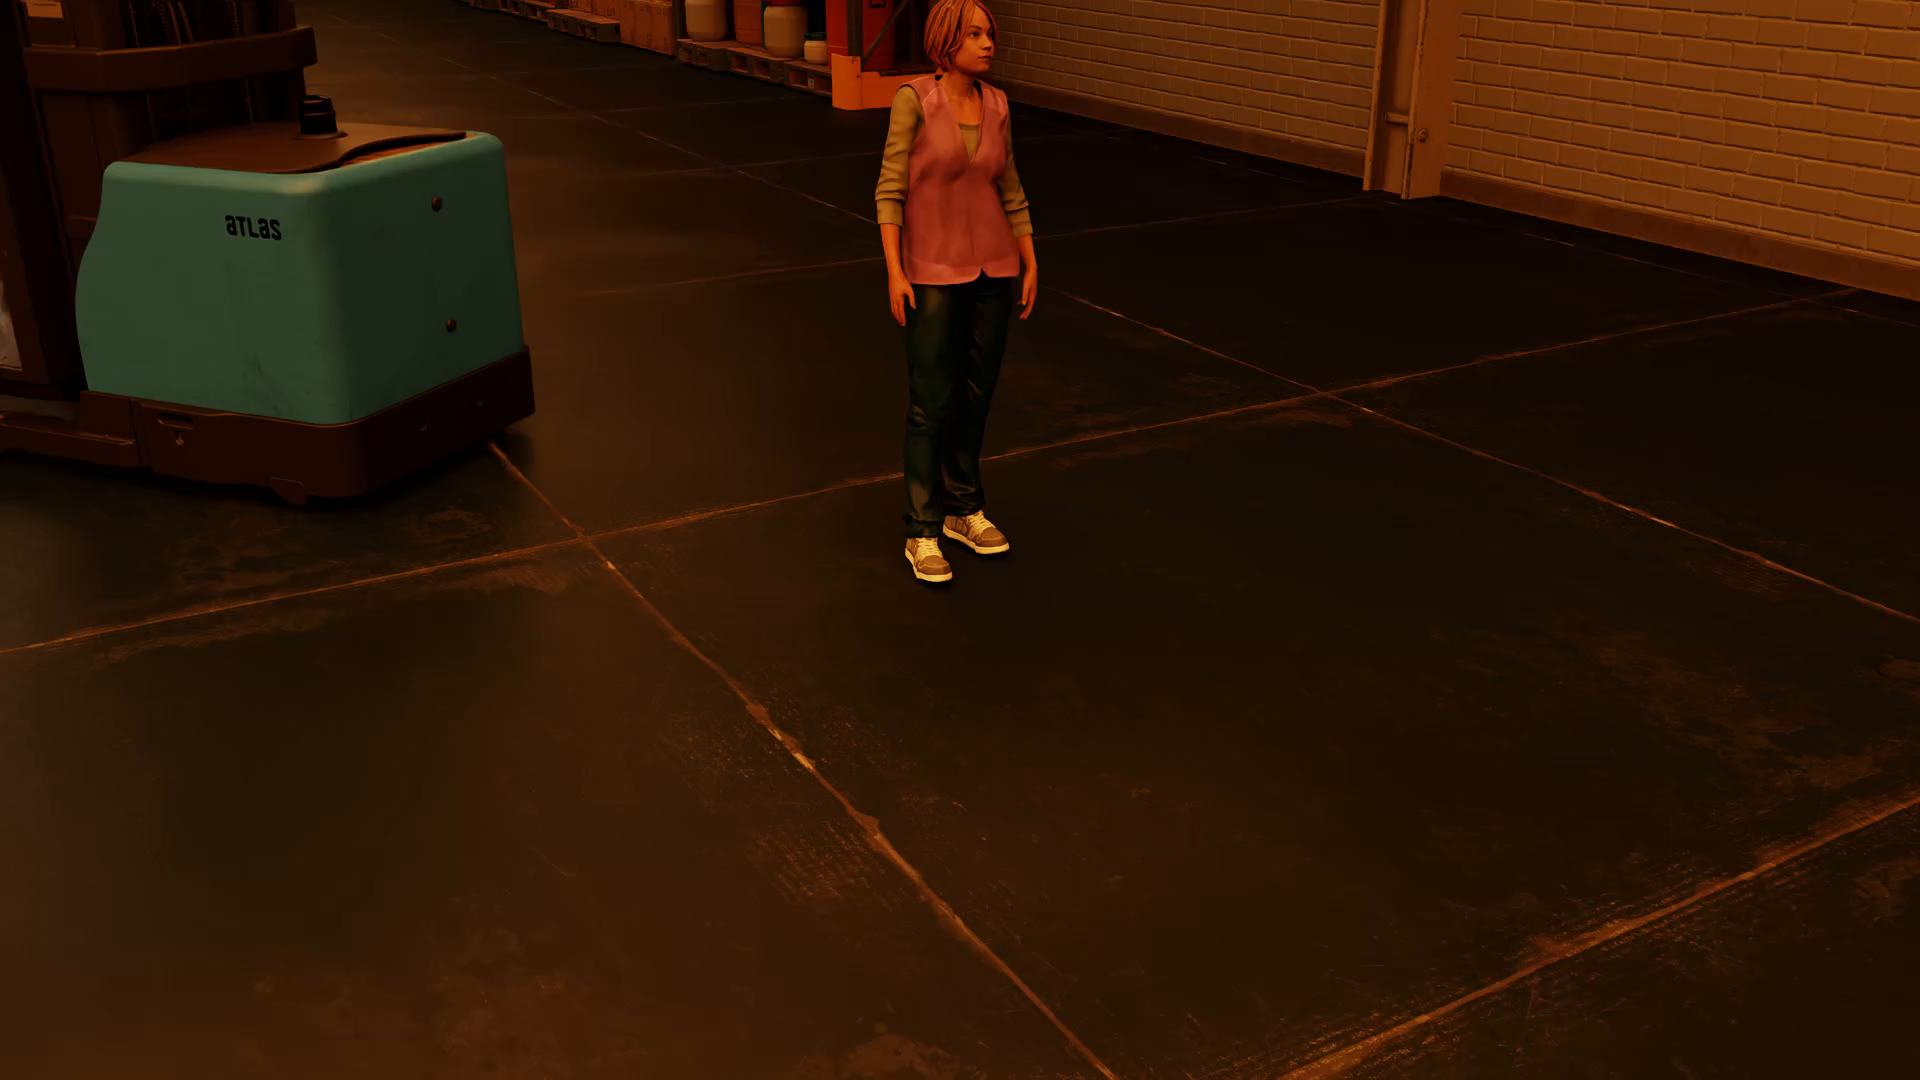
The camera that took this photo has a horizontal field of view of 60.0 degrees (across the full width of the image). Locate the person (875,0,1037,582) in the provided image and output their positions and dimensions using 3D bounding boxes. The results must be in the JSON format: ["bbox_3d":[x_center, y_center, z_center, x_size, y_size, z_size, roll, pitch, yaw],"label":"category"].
[{"bbox_3d":[0.025,-0.719,4.763,0.520,1.596,0.475,-12,25,-28],"label":"person"}]

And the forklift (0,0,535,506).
[{"bbox_3d":[-3.125,-1.809,5.683,3.031,2.935,1.130,9,24,20],"label":"forklift"}]
